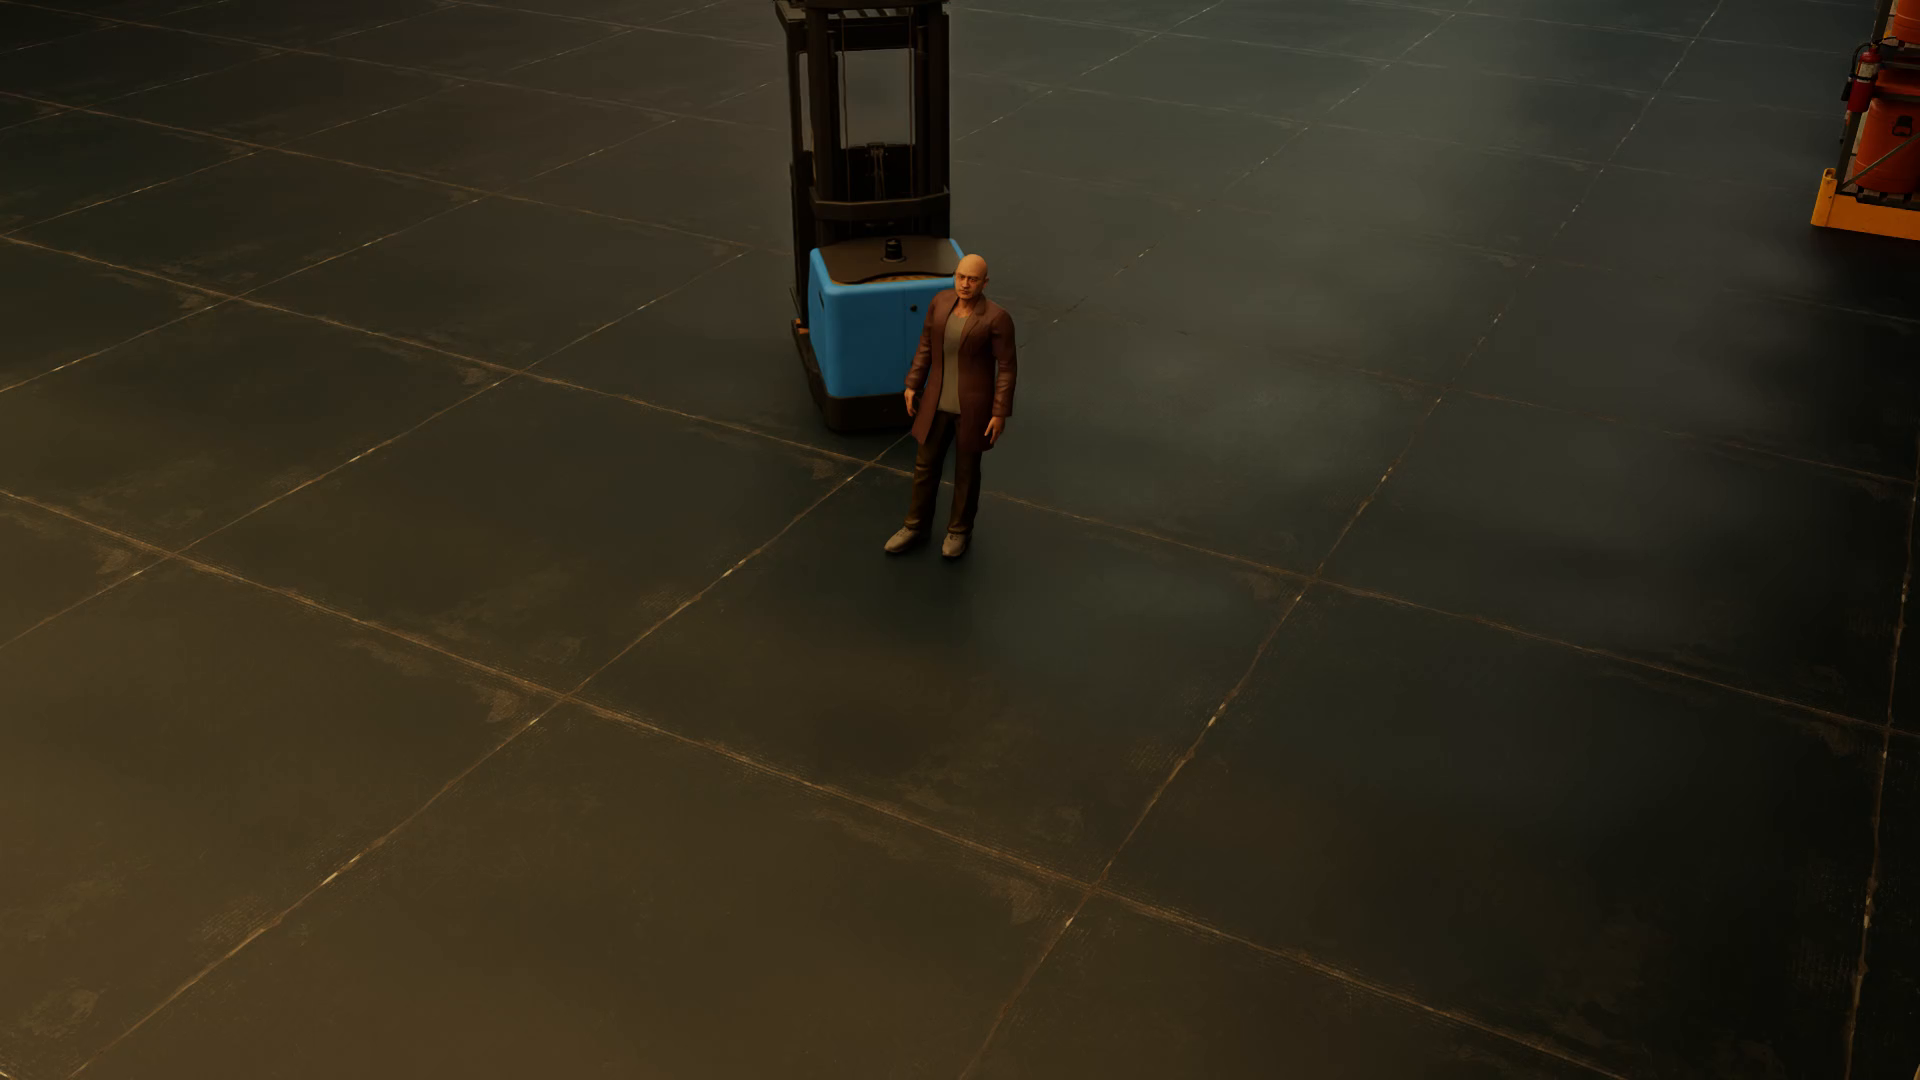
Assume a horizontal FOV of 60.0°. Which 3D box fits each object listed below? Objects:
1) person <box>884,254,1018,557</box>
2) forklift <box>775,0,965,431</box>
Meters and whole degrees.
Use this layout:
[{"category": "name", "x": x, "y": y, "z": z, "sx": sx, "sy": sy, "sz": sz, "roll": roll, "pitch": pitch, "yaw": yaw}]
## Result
[{"category": "person", "x": -0.048, "y": -0.738, "z": 9.488, "sx": 0.694, "sy": 1.776, "sz": 0.582, "roll": 15, "pitch": 33, "yaw": 25}, {"category": "forklift", "x": -0.667, "y": -2.722, "z": 11.787, "sx": 1.130, "sy": 2.935, "sz": 3.031, "roll": -6, "pitch": 31, "yaw": -10}]
